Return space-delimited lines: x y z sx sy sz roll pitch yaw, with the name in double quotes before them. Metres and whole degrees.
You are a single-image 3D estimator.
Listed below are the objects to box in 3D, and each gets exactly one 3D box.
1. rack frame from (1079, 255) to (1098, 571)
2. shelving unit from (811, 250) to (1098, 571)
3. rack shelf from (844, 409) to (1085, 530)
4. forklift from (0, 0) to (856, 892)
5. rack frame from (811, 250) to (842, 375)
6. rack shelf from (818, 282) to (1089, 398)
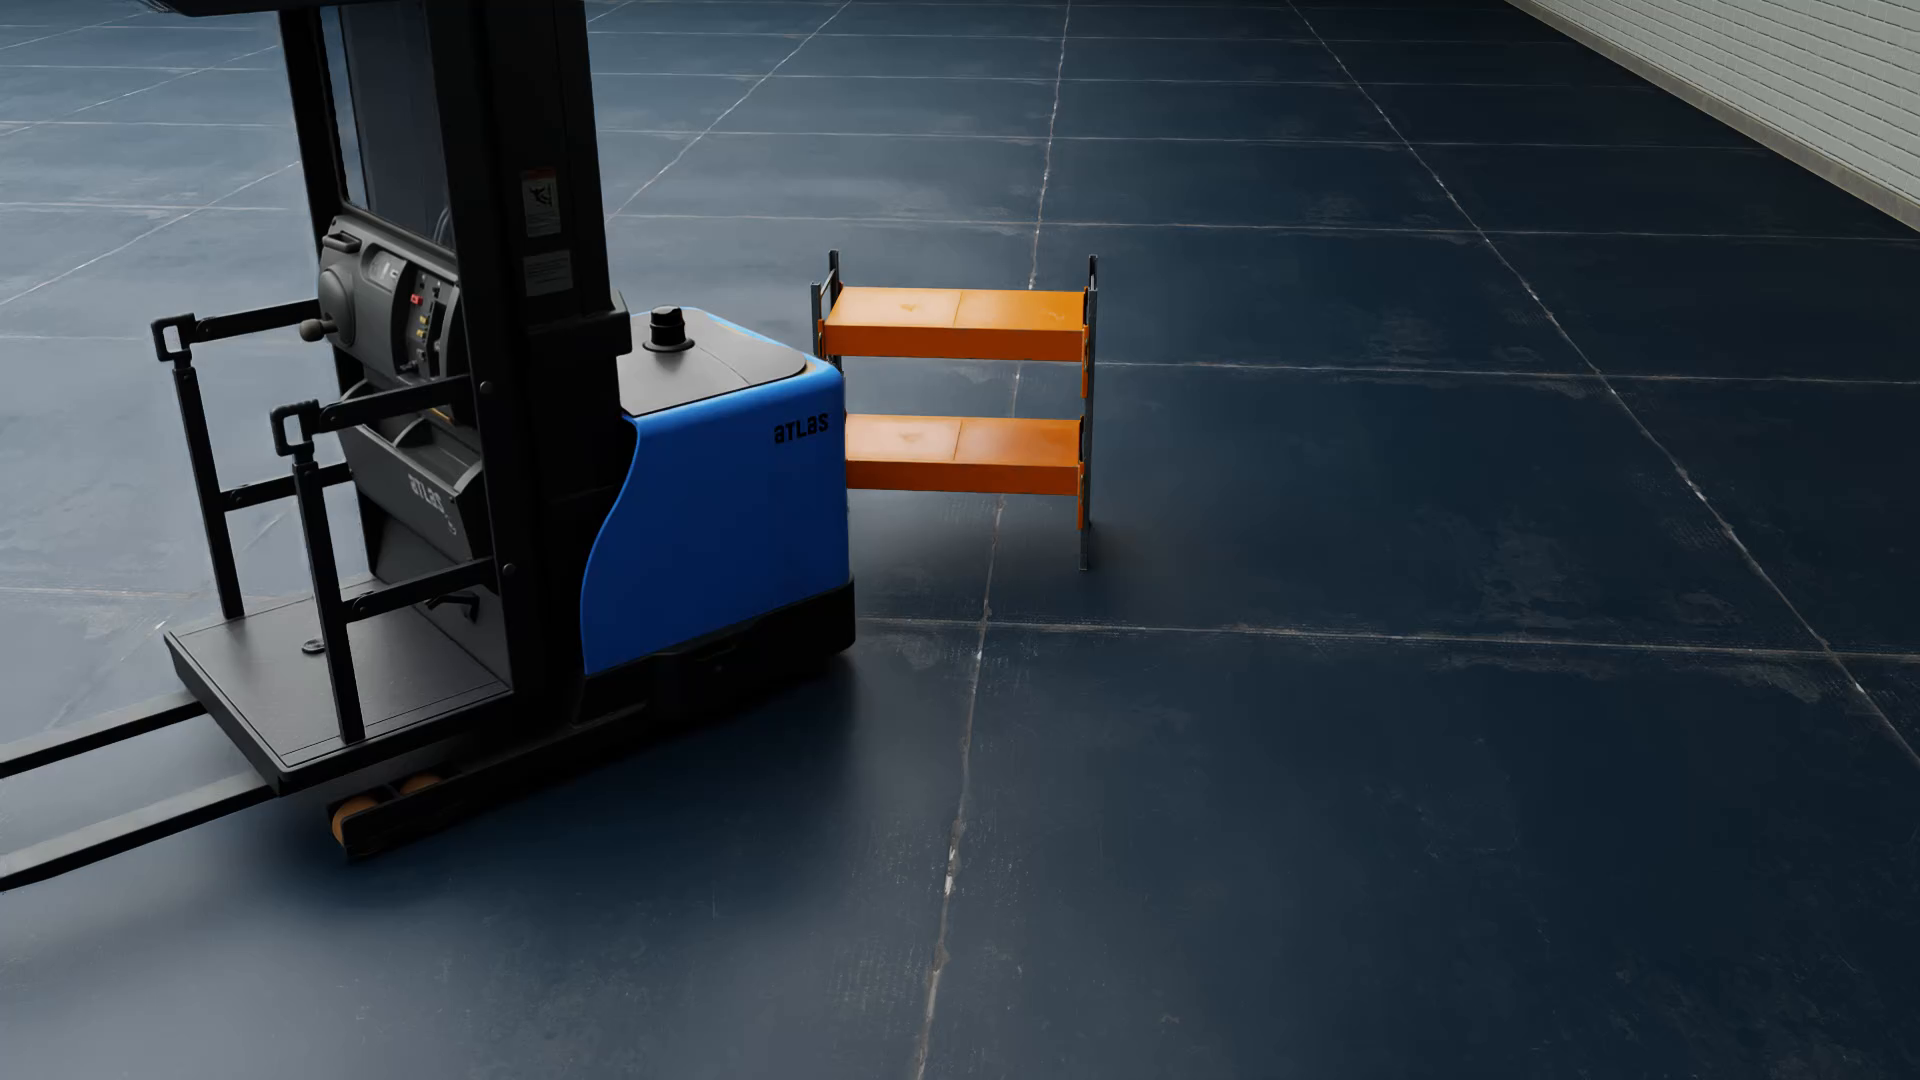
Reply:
"rack frame" 0.500 -0.495 6.480 0.032 1.125 0.500 2 25 4
"shelving unit" -0.007 -0.511 6.515 1.048 1.125 0.538 2 25 4
"rack shelf" -0.007 -0.289 6.618 1.000 0.278 0.538 2 25 4
"forklift" -1.819 -0.673 4.707 3.031 2.935 1.130 -19 31 -36
"rack frame" -0.514 -0.527 6.551 0.032 1.125 0.500 2 25 4
"rack shelf" -0.007 -0.777 6.393 1.000 0.278 0.538 2 25 4
